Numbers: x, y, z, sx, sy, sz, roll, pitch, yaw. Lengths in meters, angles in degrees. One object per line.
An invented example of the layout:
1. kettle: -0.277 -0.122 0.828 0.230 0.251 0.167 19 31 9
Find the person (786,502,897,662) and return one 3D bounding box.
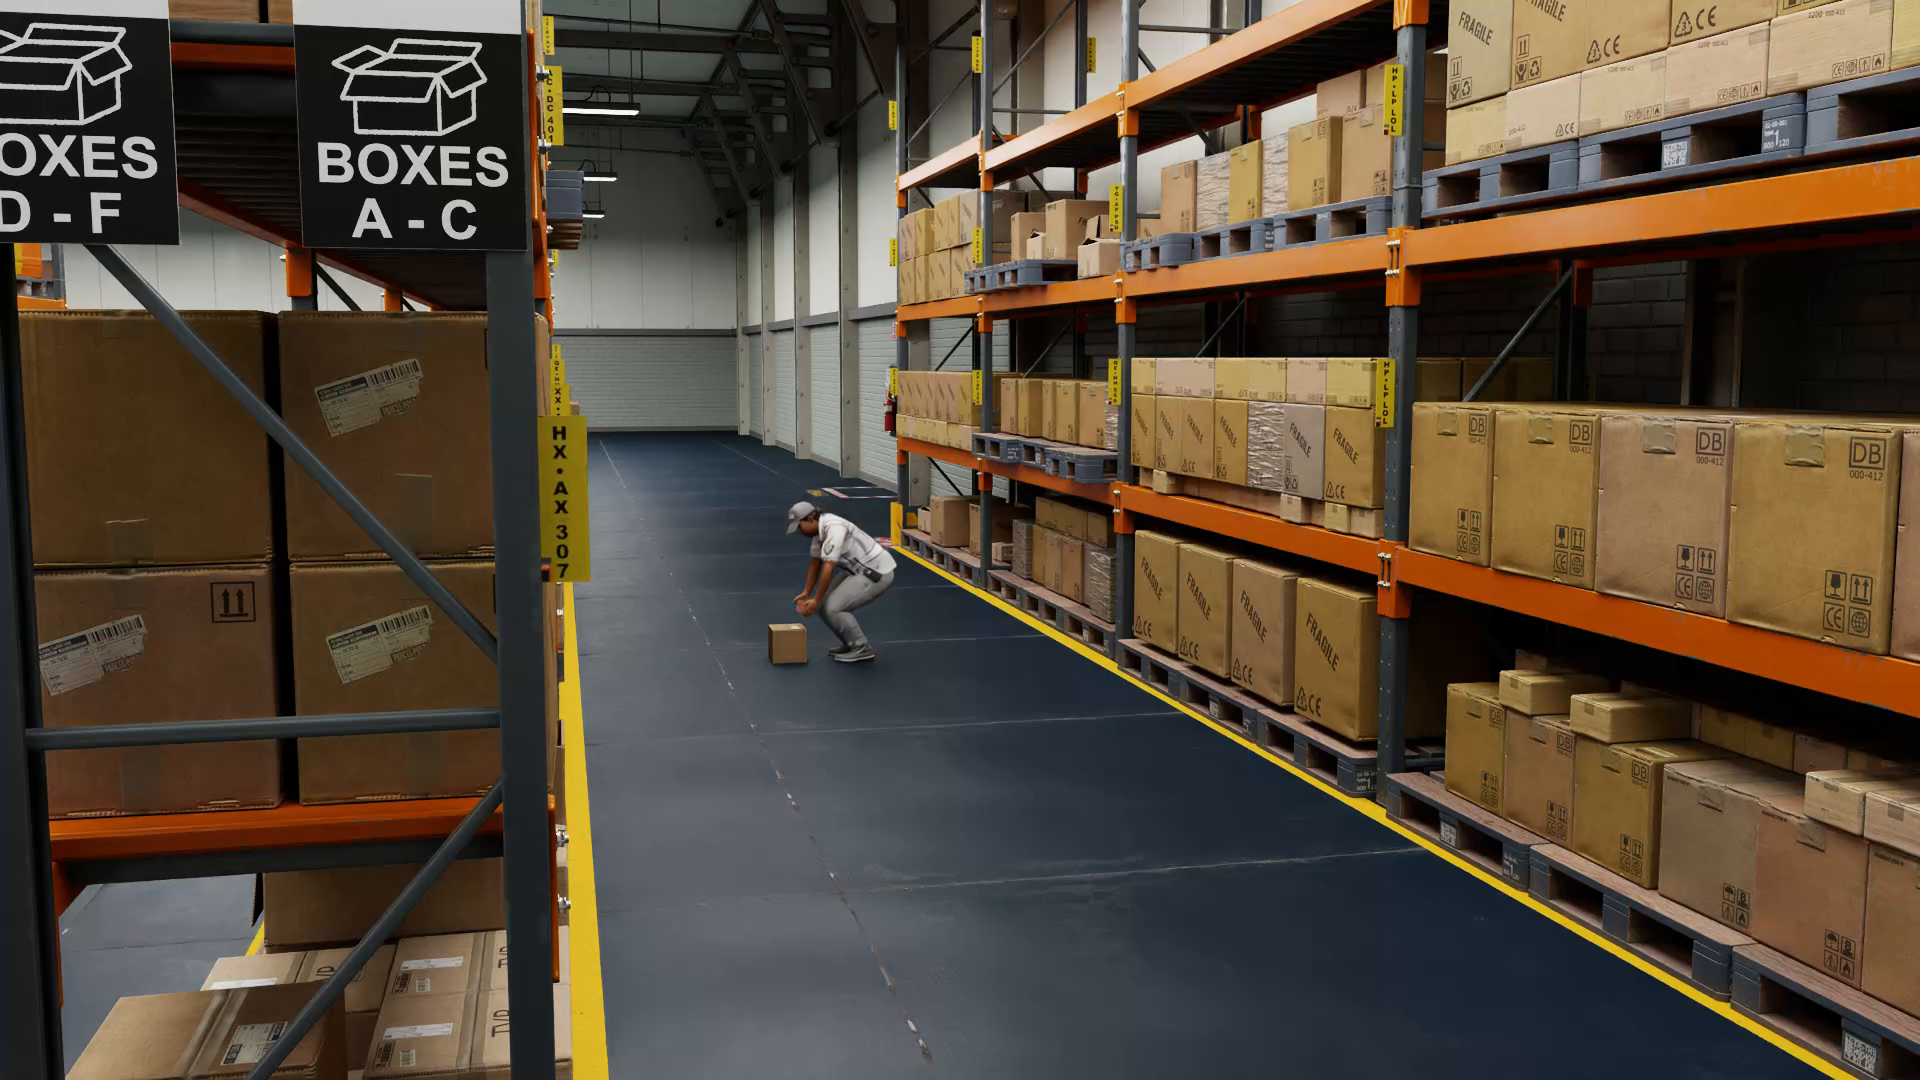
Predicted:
1. person: -0.873 0.298 12.224 0.815 1.178 0.541 -2 6 -14
